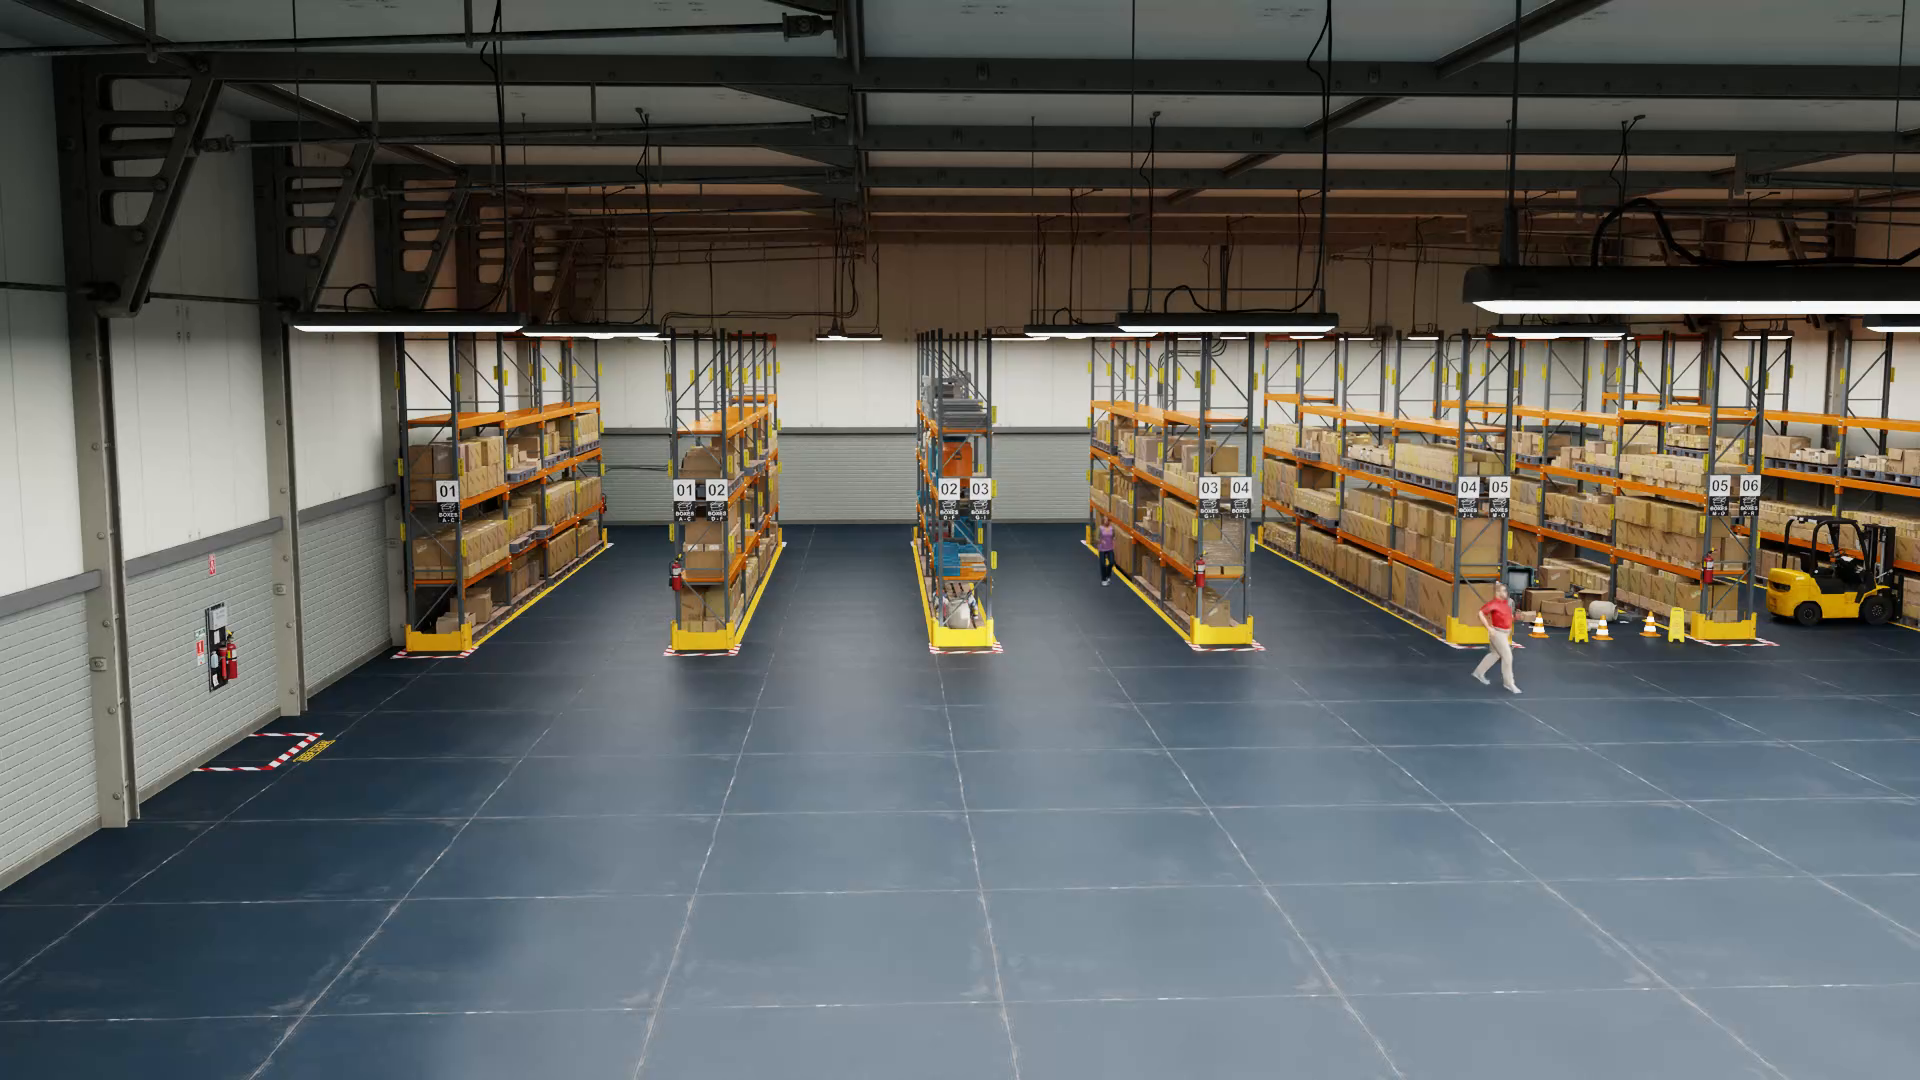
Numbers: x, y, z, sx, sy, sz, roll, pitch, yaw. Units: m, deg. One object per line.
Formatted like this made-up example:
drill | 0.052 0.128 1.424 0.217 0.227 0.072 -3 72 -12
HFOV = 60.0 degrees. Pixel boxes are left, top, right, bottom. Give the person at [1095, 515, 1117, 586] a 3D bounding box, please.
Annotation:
person | 3.305 0.252 37.379 0.522 1.597 0.564 -1 7 -6

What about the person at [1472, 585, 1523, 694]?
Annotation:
person | 8.924 1.616 27.553 0.888 1.768 0.649 5 8 35

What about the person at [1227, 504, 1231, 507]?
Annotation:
person | 7.232 -0.289 43.510 0.679 1.817 0.974 0 7 -1
